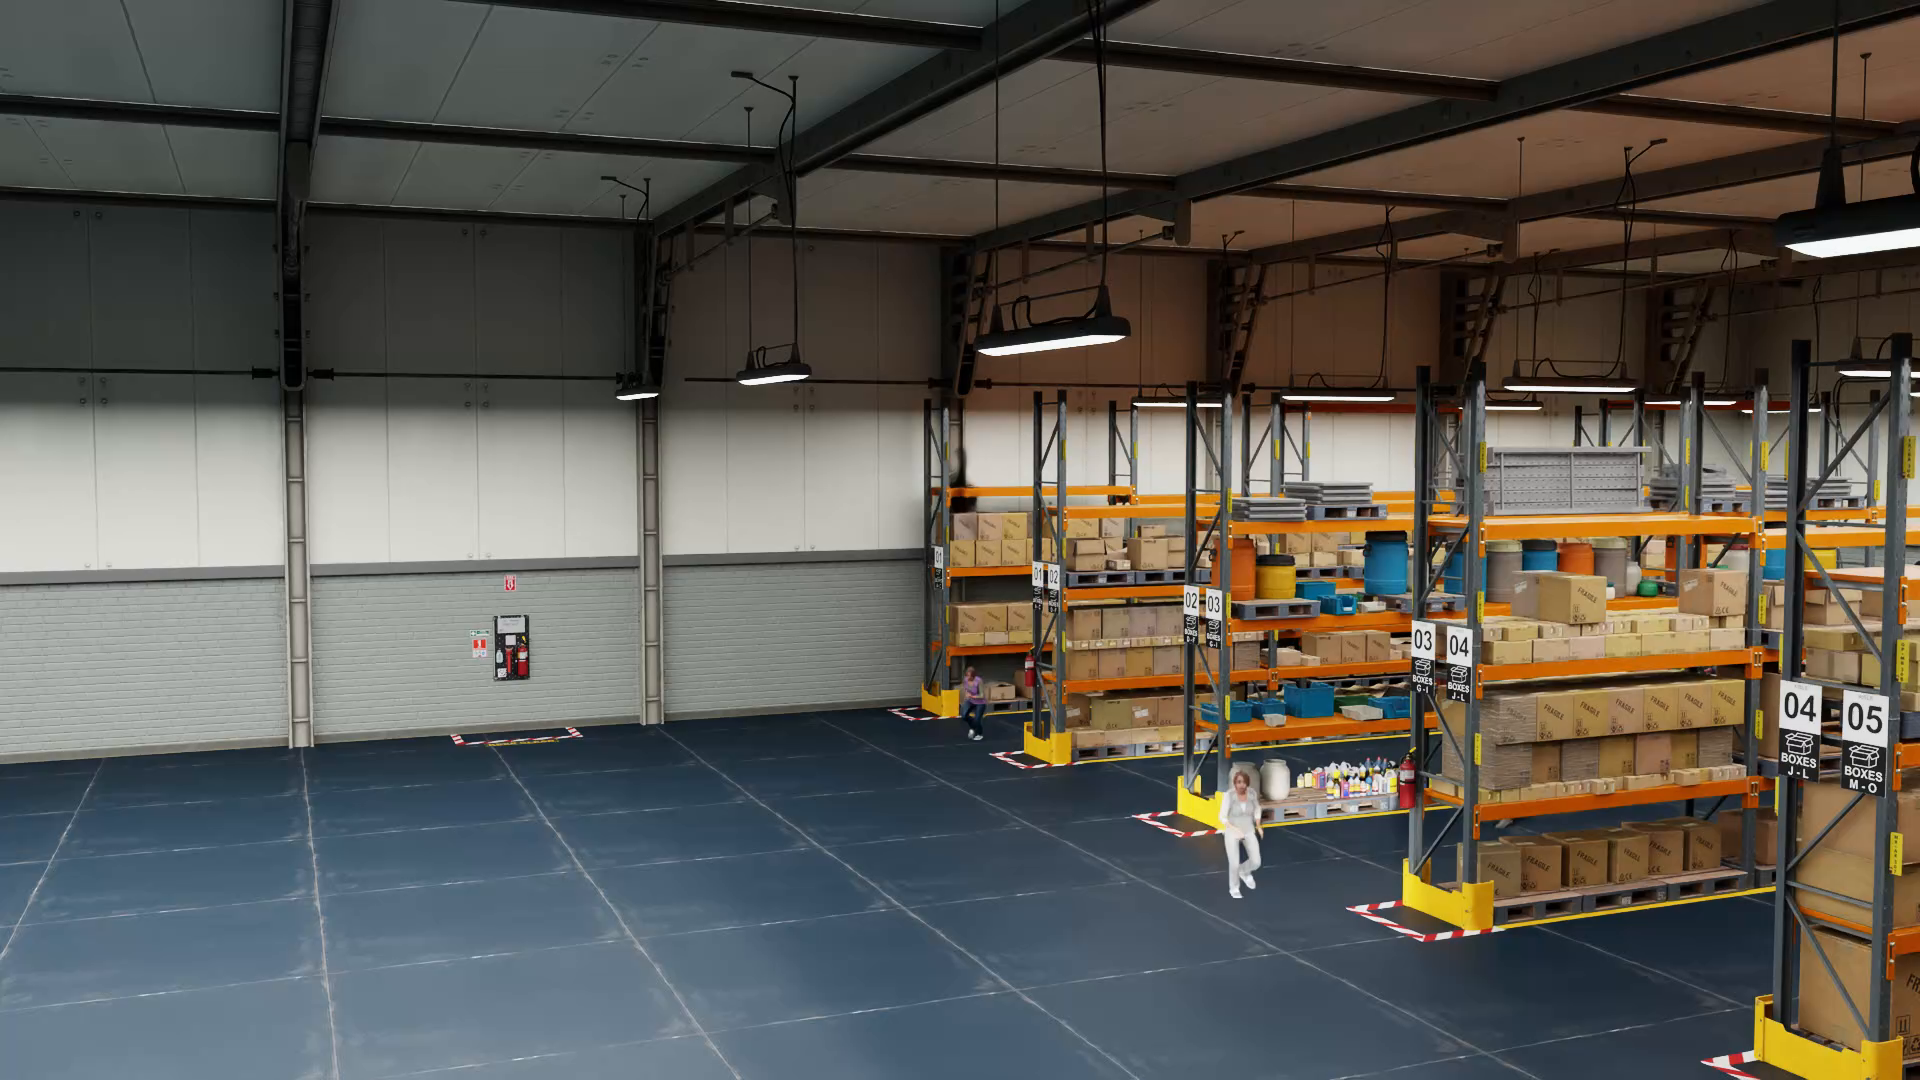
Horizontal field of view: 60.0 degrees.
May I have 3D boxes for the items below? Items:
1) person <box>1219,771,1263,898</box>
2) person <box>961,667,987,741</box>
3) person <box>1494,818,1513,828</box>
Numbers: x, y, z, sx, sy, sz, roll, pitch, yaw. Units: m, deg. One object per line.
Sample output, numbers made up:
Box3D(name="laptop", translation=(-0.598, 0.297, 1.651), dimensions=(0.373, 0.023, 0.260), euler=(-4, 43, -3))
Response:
Box3D(name="person", translation=(3.156, 3.316, 18.650), dimensions=(0.549, 1.512, 0.747), euler=(0, 3, -3))
Box3D(name="person", translation=(0.237, 2.802, 28.409), dimensions=(0.549, 1.359, 0.929), euler=(2, 4, 26))
Box3D(name="person", translation=(7.471, 3.040, 22.443), dimensions=(1.058, 1.680, 0.660), euler=(-2, 4, -32))
